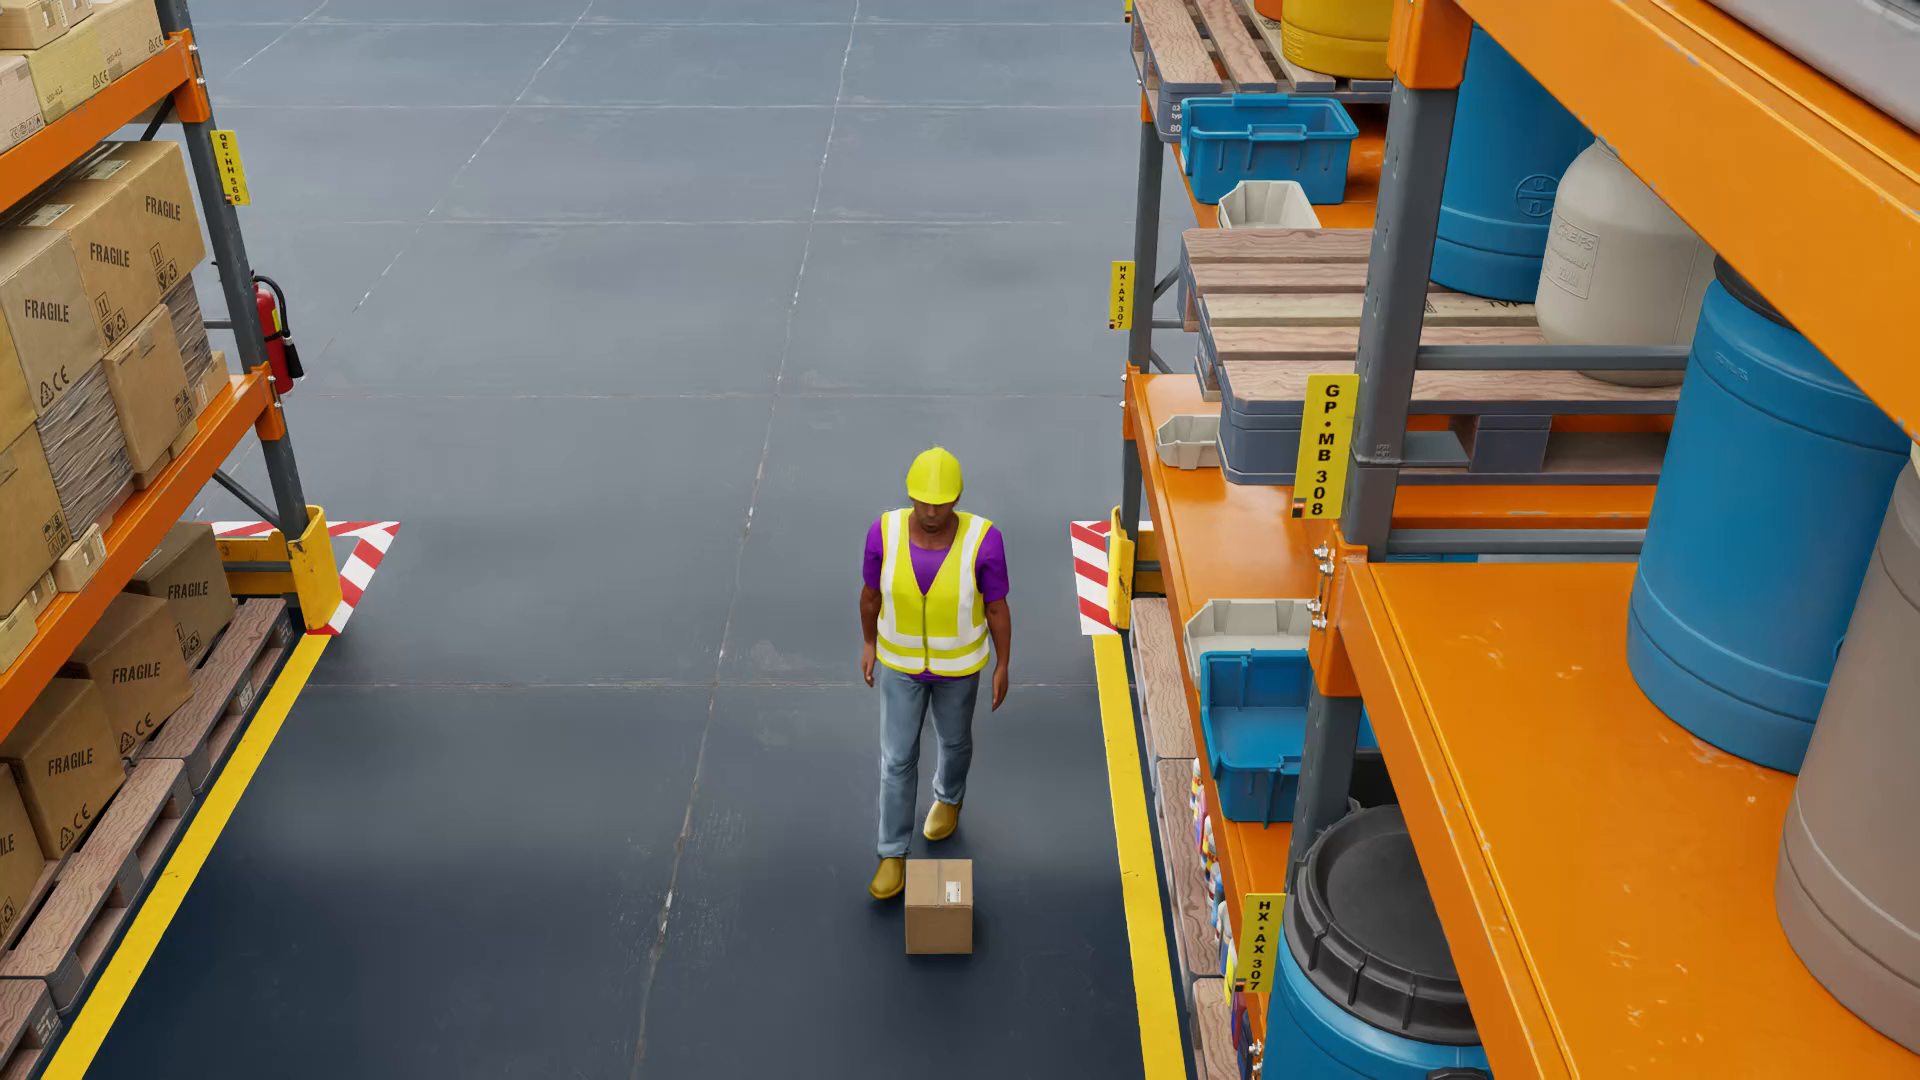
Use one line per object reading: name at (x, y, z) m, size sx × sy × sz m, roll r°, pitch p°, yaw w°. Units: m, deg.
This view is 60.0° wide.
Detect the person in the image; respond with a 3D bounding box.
person at (-0.116, 0.517, 6.252) m, size 0.589 × 1.751 × 0.752 m, roll 3°, pitch 32°, yaw 6°
